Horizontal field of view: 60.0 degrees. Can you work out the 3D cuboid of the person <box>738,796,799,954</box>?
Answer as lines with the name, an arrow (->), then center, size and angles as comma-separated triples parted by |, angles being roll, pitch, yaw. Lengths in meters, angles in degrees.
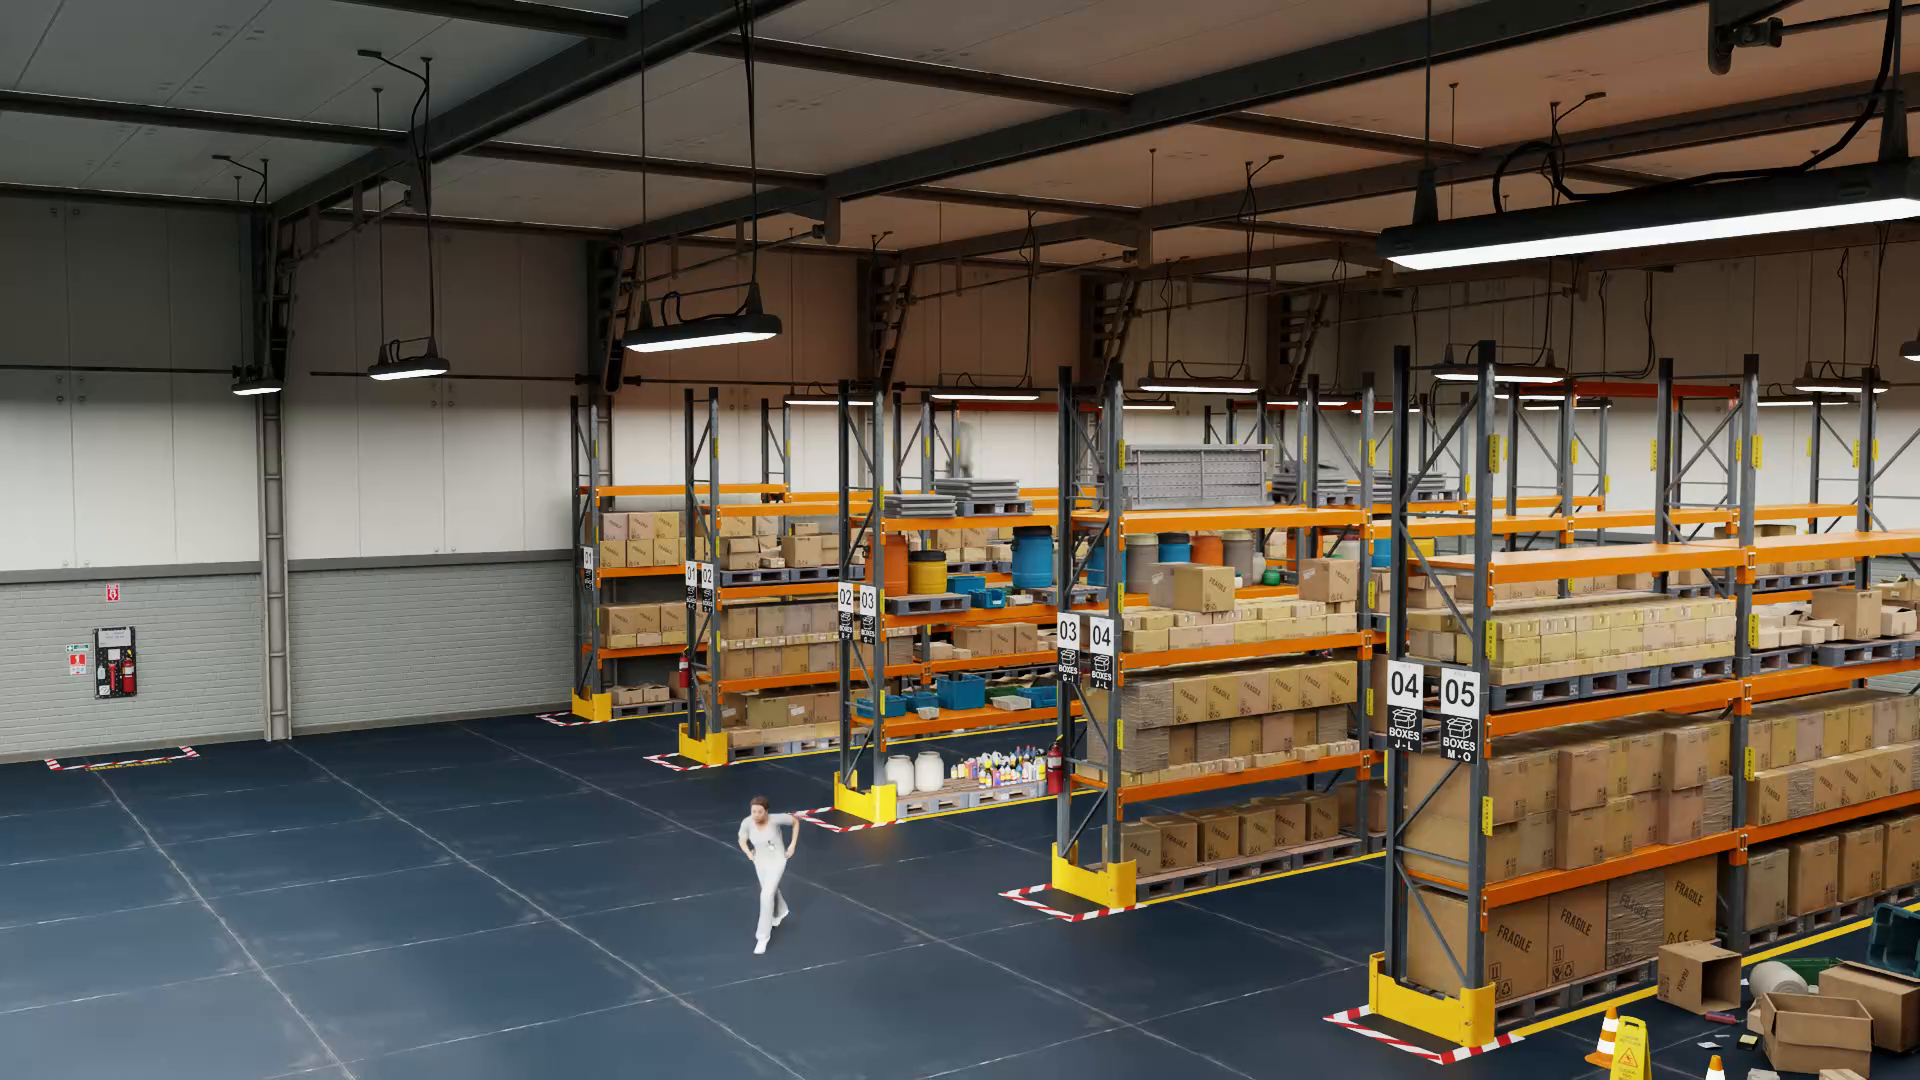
person -> -1.930, 3.366, 17.110 | 0.606, 1.625, 0.955 | 1, 3, 10
